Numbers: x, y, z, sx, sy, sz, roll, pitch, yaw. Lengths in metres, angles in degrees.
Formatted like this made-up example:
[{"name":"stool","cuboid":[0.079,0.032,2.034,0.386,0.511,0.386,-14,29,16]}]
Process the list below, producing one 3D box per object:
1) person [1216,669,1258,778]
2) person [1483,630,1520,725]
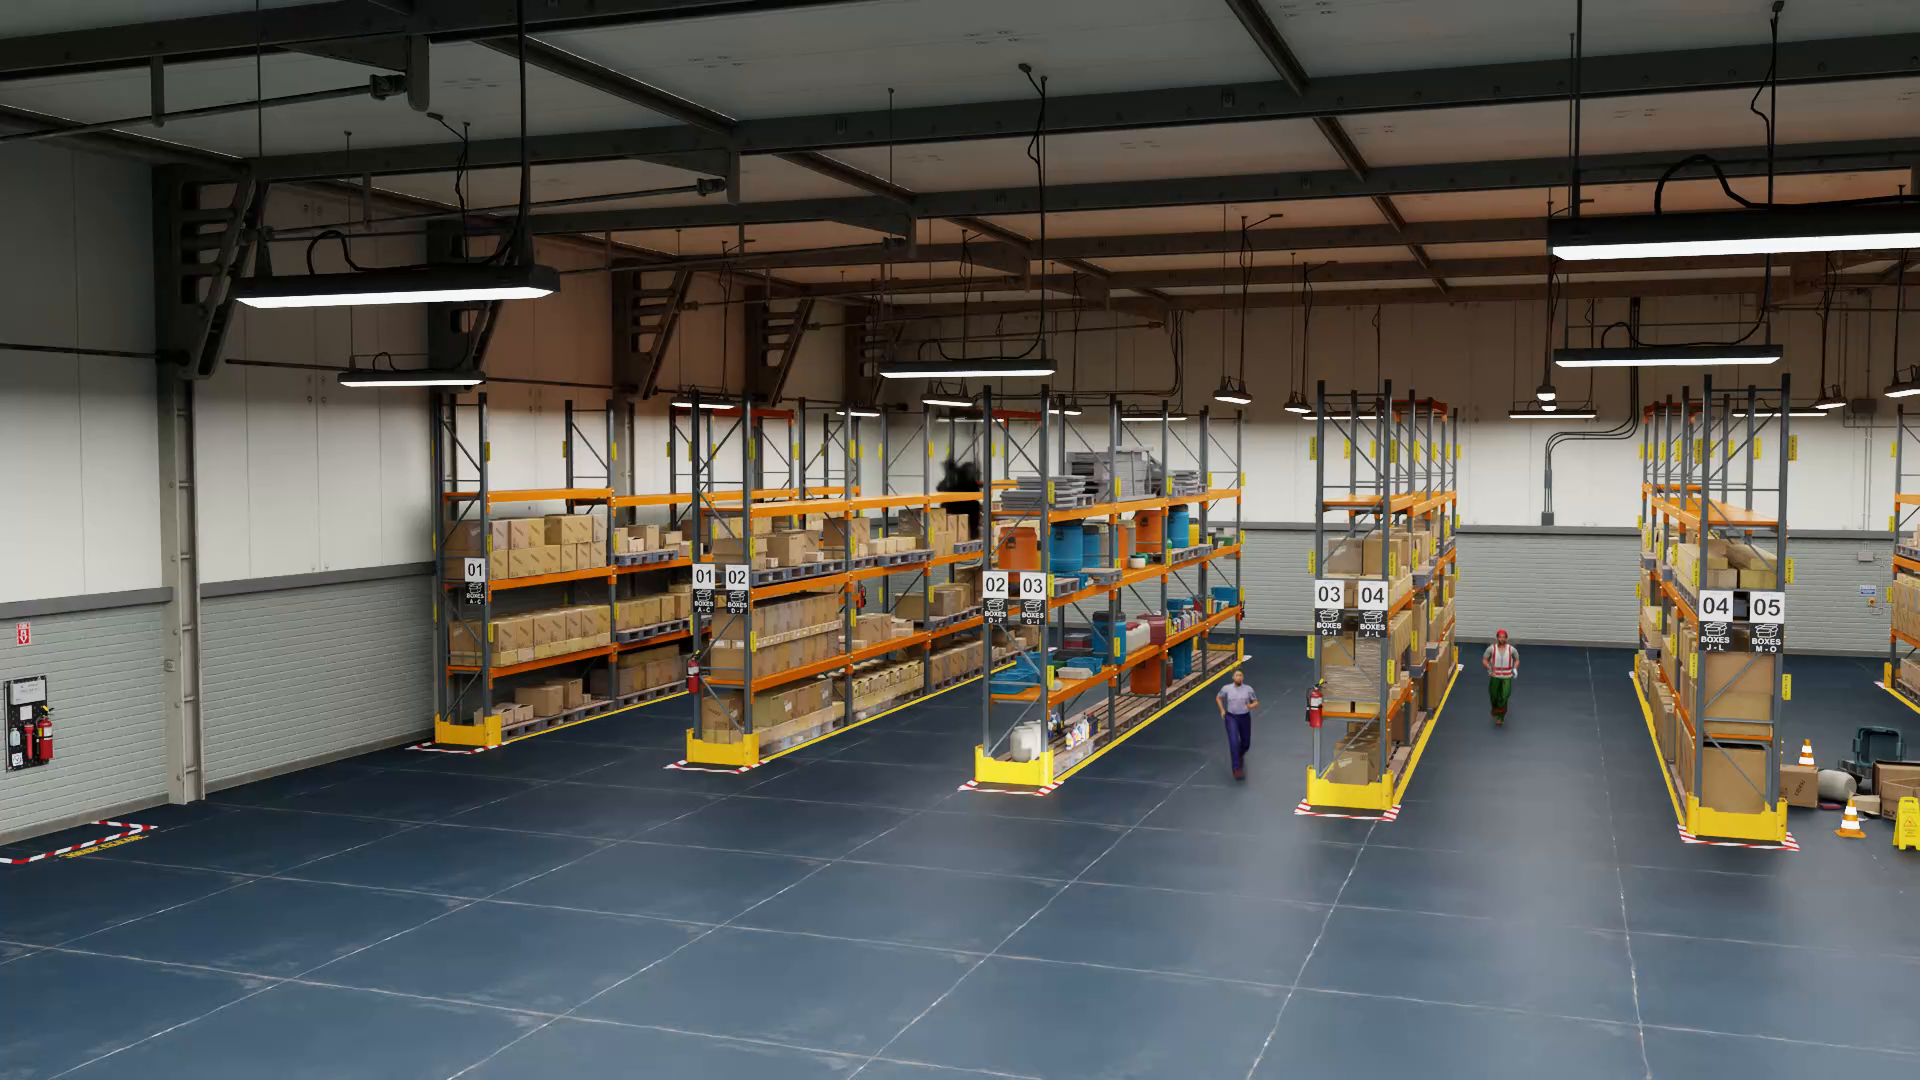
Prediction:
[{"name":"person","cuboid":[4.301,2.811,25.741,0.615,1.611,0.894,0,3,-2]},{"name":"person","cuboid":[9.918,2.507,30.480,0.646,1.743,0.645,1,3,16]}]
